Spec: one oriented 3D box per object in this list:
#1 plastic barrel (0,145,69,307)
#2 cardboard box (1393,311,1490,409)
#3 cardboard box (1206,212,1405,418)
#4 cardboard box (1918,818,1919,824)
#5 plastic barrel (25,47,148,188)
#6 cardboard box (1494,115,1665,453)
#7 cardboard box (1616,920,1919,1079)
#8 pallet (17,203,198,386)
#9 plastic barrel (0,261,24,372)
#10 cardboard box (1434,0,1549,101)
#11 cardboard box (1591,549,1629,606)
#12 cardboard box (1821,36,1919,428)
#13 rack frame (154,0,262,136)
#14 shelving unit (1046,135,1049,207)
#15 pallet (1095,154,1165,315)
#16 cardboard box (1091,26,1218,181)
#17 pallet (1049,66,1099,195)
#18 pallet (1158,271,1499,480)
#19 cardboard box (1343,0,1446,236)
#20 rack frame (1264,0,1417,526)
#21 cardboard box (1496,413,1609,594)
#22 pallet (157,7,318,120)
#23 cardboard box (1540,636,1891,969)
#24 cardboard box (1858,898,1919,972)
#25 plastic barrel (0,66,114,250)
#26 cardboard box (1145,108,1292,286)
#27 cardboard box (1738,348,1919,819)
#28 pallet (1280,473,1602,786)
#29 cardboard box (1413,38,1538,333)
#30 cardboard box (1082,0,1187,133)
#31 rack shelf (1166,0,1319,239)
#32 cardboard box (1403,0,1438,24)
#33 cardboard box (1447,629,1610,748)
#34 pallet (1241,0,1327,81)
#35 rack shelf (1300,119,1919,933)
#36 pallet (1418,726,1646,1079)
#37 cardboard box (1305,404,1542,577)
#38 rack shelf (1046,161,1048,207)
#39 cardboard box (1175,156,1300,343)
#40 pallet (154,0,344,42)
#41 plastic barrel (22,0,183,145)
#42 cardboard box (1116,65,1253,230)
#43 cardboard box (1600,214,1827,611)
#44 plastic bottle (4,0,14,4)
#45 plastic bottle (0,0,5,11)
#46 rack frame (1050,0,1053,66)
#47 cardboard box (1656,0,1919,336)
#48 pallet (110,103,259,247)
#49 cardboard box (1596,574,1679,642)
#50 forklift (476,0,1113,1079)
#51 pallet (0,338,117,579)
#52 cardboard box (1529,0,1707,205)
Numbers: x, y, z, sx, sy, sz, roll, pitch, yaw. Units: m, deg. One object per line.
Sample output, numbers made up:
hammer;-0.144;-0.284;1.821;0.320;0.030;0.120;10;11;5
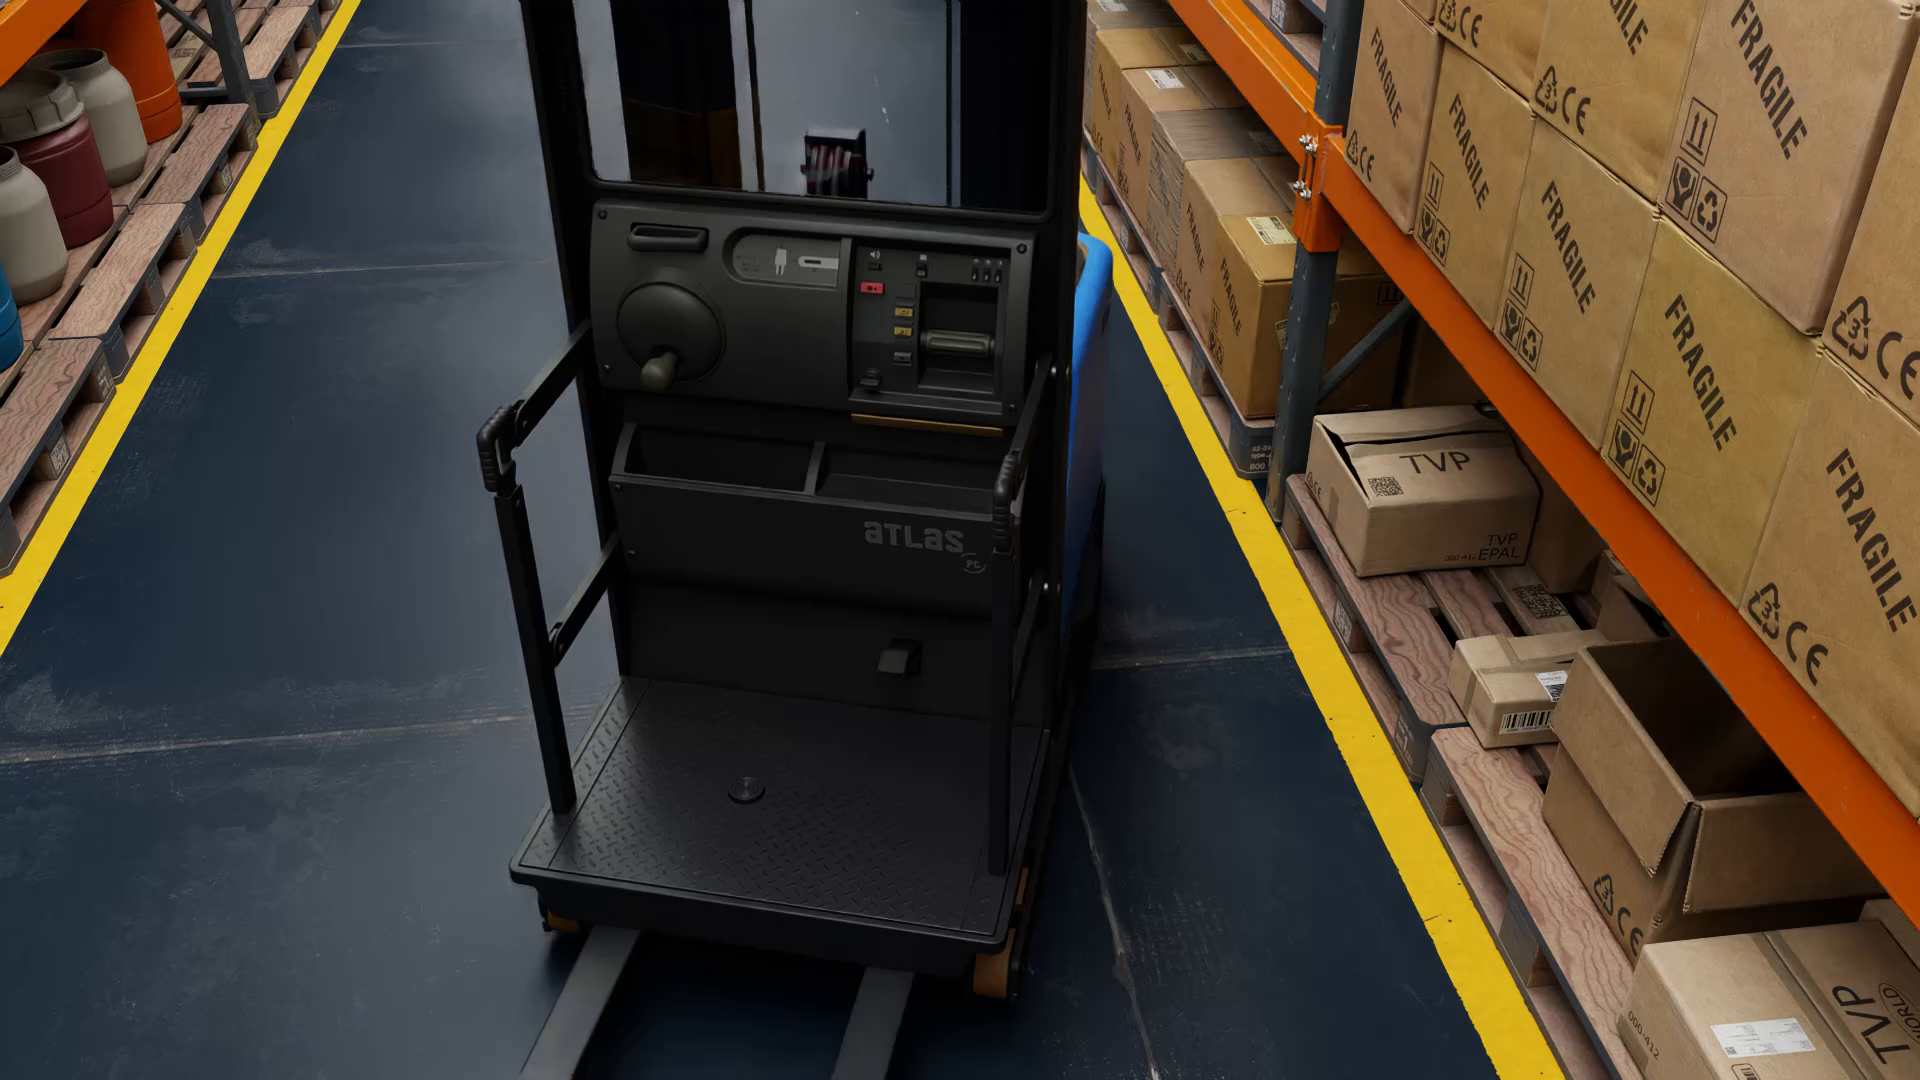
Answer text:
plastic barrel;-3.553;-1.151;6.112;0.421;0.512;0.421;0;34;0
cardboard box;1.671;-0.794;5.581;0.500;0.500;0.500;-6;35;-9
cardboard box;1.144;-0.759;5.530;0.500;0.500;0.500;-5;35;-7
cardboard box;1.629;0.315;2.035;0.500;0.500;0.500;-4;34;-6
plastic barrel;-3.705;-1.781;7.037;0.421;0.512;0.421;0;34;0
cardboard box;1.430;-0.528;3.273;0.500;0.500;0.500;-5;35;-7
cardboard box;1.617;1.013;3.152;0.500;0.250;0.500;-4;35;-6
pallet;-3.644;-0.948;6.453;1.003;0.211;1.213;-4;35;-6
plastic barrel;-3.566;-0.990;5.530;0.600;0.901;0.708;-4;35;-6
cardboard box;1.349;-1.239;3.428;0.500;0.500;0.500;-5;35;-8
cardboard box;1.962;0.141;4.521;0.380;0.149;0.250;-4;35;-6
cardboard box;1.557;-0.378;2.164;0.500;0.500;0.500;-3;34;-5
rack frame;-3.952;-3.216;7.305;1.000;3.000;0.127;-4;35;-6
shelving unit;0.171;-0.667;5.163;0.258;1.200;0.503;2;34;3
pallet;1.180;-1.338;7.026;1.003;0.211;1.213;-4;35;-6
cardboard box;0.873;-1.890;7.189;0.500;0.500;0.500;-5;35;-7
pallet;1.019;-2.017;8.023;1.003;0.211;1.213;-4;35;-6
pallet;1.348;-0.656;6.025;1.003;0.211;1.213;-4;35;-6
cardboard box;1.293;-1.093;4.102;0.500;0.500;0.500;-4;34;-5
rack frame;1.494;-1.357;4.577;1.000;3.000;0.127;-4;35;-6
cardboard box;1.852;-0.209;4.723;0.500;0.500;0.500;-4;35;-6
pallet;-4.018;-2.499;8.729;1.003;0.211;1.213;-4;35;-6
cardboard box;1.752;0.541;3.619;0.797;0.503;0.637;-4;35;-6
cardboard box;2.106;0.947;3.248;0.500;0.250;0.500;-4;35;-6
plastic barrel;-3.718;-1.491;6.543;0.600;0.588;0.708;-4;35;-6
cardboard box;1.019;-1.316;6.346;0.500;0.500;0.500;-4;34;-6
cardboard box;1.567;0.037;2.444;0.500;0.500;0.500;-4;34;-6
pallet;1.586;0.179;4.800;1.003;0.211;1.213;-4;35;-6
cardboard box;1.365;-0.808;3.683;0.500;0.500;0.500;-4;34;-6
cardboard box;0.810;-2.171;7.600;0.500;0.500;0.500;-6;35;-8
rack shelf;1.225;-2.176;6.418;1.077;0.370;4.000;-4;35;-6
cardboard box;1.279;-1.527;3.851;0.500;0.500;0.500;-4;34;-5
cardboard box;1.463;0.365;4.177;0.380;0.166;0.250;-4;35;-6
pallet;1.495;-1.732;5.298;1.003;0.211;1.213;-4;35;-6
rack shelf;1.763;0.056;3.142;1.077;0.370;4.000;-4;35;-6
pallet;1.753;0.861;3.799;1.003;0.211;1.213;-4;35;-6
cardboard box;1.336;-0.177;4.843;0.500;0.311;0.500;-4;35;-6
rack shelf;0.171;-1.011;4.929;0.258;0.148;0.480;2;34;3
cardboard box;1.086;-1.036;5.936;0.500;0.500;0.500;-4;35;-6
pallet;-4.179;-3.178;9.726;1.003;0.211;1.213;-4;35;-6
plastic barrel;-3.870;-2.221;7.400;0.600;0.830;0.708;-4;35;-6
cardboard box;0.948;-1.599;6.762;0.500;0.500;0.500;-5;35;-8
cardboard box;1.500;-0.245;2.857;0.500;0.500;0.500;-5;35;-7
plastic bottle;-3.243;-1.931;5.534;0.097;0.271;0.097;0;34;0
plastic bottle;-3.255;-1.866;5.434;0.152;0.276;0.135;-4;35;-6
rack frame;0.956;-3.589;7.853;1.000;3.000;0.127;-4;35;-6
cardboard box;1.488;-0.664;2.584;0.500;0.500;0.500;-3;34;-5
pallet;-3.805;-1.627;7.450;1.003;0.211;1.213;-4;35;-6
cardboard box;1.953;0.287;4.162;0.500;0.311;0.500;-4;35;-6
forklift;-0.353;-0.410;3.249;1.130;2.935;3.031;6;35;9
pallet;-3.477;-0.265;5.452;1.003;0.211;1.213;-4;35;-6
cardboard box;1.417;-0.952;3.007;0.500;0.500;0.500;-5;35;-8
